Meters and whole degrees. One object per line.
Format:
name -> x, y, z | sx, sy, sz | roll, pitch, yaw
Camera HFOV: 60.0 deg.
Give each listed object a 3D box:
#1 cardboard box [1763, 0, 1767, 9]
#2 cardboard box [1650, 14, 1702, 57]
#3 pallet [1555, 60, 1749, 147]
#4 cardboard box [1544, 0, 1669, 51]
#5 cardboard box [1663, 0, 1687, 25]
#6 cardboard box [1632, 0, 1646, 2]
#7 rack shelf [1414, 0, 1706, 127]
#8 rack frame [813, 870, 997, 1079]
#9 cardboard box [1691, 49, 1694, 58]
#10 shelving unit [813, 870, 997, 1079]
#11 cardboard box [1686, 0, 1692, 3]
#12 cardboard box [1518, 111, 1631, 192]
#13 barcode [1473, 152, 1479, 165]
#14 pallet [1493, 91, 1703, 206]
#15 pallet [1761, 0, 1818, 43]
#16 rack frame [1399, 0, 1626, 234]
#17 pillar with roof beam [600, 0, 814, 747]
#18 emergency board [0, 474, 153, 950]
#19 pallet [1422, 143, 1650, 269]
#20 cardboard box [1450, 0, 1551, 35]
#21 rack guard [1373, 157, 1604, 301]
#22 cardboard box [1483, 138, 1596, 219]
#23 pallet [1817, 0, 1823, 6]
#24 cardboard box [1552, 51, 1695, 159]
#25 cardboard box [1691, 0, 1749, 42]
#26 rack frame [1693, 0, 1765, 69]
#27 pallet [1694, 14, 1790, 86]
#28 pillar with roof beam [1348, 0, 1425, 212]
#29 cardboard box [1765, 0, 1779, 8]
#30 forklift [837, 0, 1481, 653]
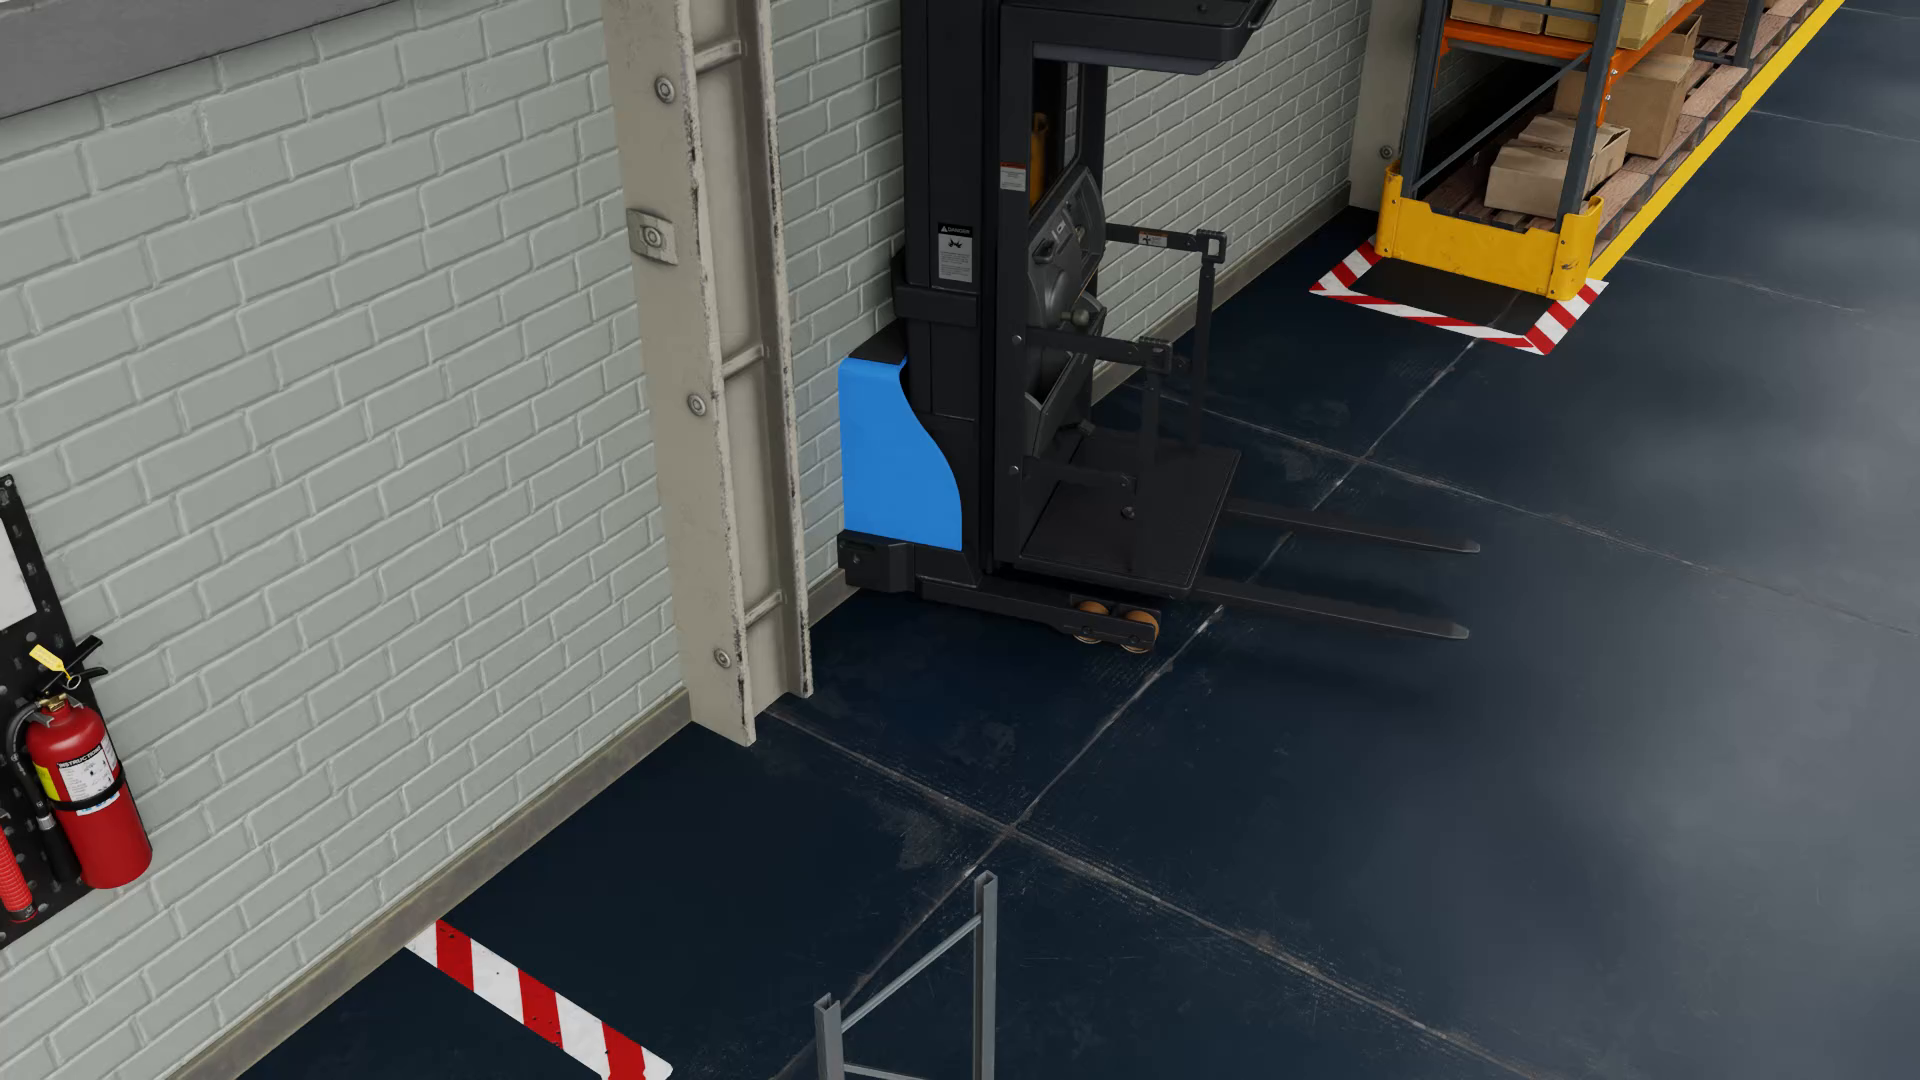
cardboard box -> 5.875, -4.368, 12.870 | 0.700, 0.500, 0.500 | 20, 39, 27
cardboard box -> 4.657, -3.279, 11.260 | 0.500, 0.500, 0.500 | 18, 38, 25
pallet -> 4.862, -3.148, 11.716 | 1.003, 0.211, 1.213 | 21, 39, 28
cardboard box -> 3.474, -2.852, 8.905 | 0.500, 0.250, 0.500 | 20, 39, 27
cardboard box -> 3.759, -3.095, 9.265 | 0.500, 0.250, 0.500 | 20, 39, 27
cardboard box -> 3.454, -3.163, 8.696 | 0.500, 0.500, 0.500 | 21, 39, 28
rack shelf -> 4.075, -3.405, 10.249 | 1.077, 0.370, 4.000 | 21, 39, 28
rack frame -> -0.103, 1.430, 3.797 | 0.032, 1.500, 0.500 | 28, 43, 35
cardboard box -> 4.935, -3.376, 11.701 | 0.380, 0.166, 0.250 | 16, 37, 22
shelving unit -> 0.260, 1.622, 3.513 | 1.083, 1.500, 0.587 | 28, 43, 35
cardboard box -> 4.054, -3.328, 9.609 | 0.500, 0.250, 0.500 | 21, 39, 27
cardboard box -> 3.729, -2.403, 10.133 | 0.500, 0.311, 0.500 | 25, 41, 32
barcode -> 3.085, -2.280, 9.944 | 0.001, 0.075, 0.075 | 21, 39, 28
pallet -> 4.167, -2.584, 10.882 | 1.003, 0.211, 1.213 | 21, 39, 28
pallet -> 6.354, -4.391, 13.554 | 1.003, 0.211, 1.213 | 21, 39, 28
rack frame -> 2.935, -2.782, 8.687 | 1.000, 3.000, 0.127 | 21, 39, 28
pillar with roof beam -> 2.739, -1.730, 1.775 | 9.100, 9.000, 0.400 | 21, 39, 28
emergency board -> -2.238, 0.506, 3.825 | 0.194, 1.169, 0.643 | 21, 39, 28
pallet -> 3.471, -2.025, 10.056 | 1.003, 0.211, 1.213 | 21, 39, 28
cardboard box -> 3.042, -3.005, 9.133 | 0.500, 0.250, 0.500 | 22, 40, 29
rack guard -> 2.978, -1.782, 9.439 | 1.175, 0.500, 0.348 | 21, 39, 28
cardboard box -> 3.404, -2.140, 9.745 | 0.500, 0.311, 0.500 | 17, 37, 23
pallet -> 7.050, -4.950, 14.381 | 1.003, 0.211, 1.213 | 21, 39, 28
cardboard box -> 4.188, -2.803, 10.555 | 0.700, 0.500, 0.500 | 19, 38, 25
cardboard box -> 5.622, -4.114, 12.494 | 0.700, 0.500, 0.500 | 23, 40, 30
rack frame -> 5.216, -4.623, 11.409 | 1.000, 3.000, 0.127 | 21, 39, 28
pallet -> 5.659, -3.827, 12.720 | 1.003, 0.211, 1.213 | 21, 39, 28
pillar with roof beam -> 6.160, -4.491, 5.858 | 9.100, 9.000, 0.400 | 21, 39, 28
cardboard box -> 6.199, -4.590, 13.198 | 0.700, 0.500, 0.500 | 22, 40, 29
forklift -> 0.595, -1.102, 6.263 | 3.031, 2.935, 1.130 | 11, 35, 15
